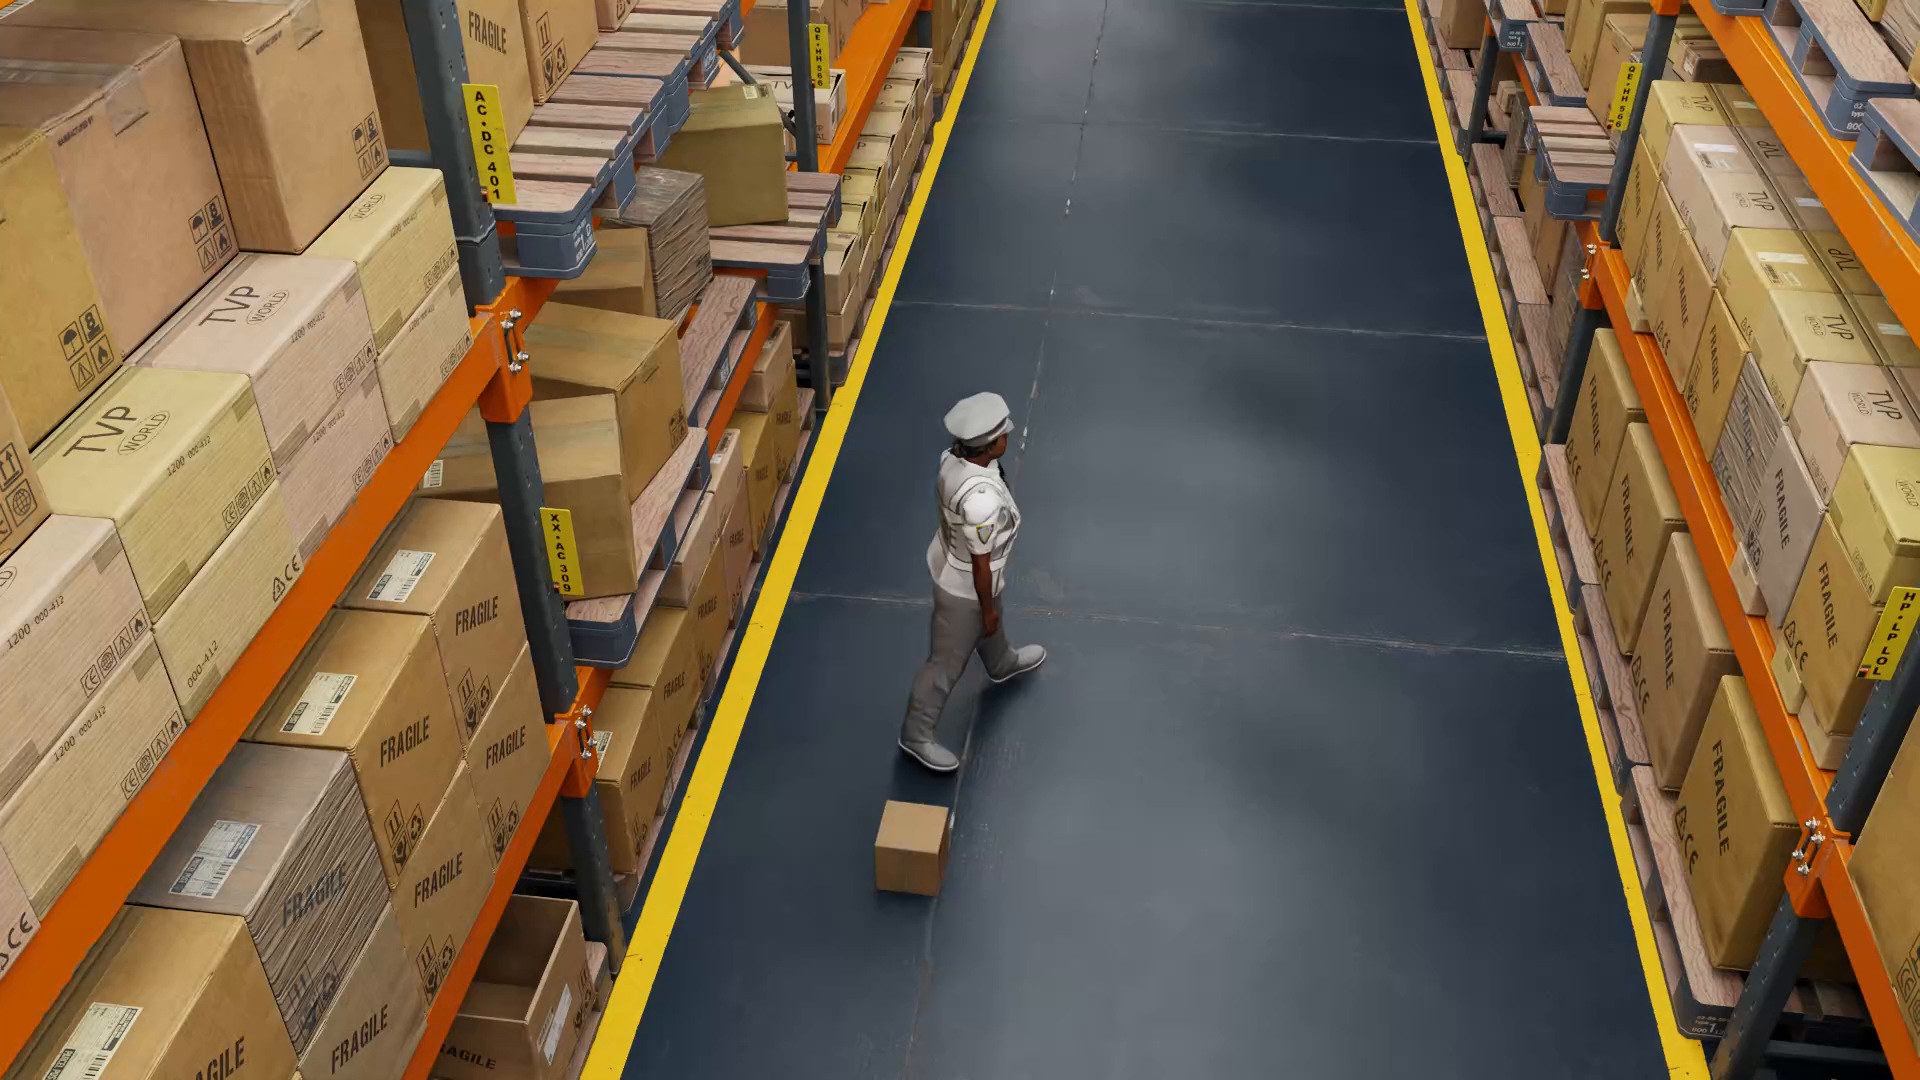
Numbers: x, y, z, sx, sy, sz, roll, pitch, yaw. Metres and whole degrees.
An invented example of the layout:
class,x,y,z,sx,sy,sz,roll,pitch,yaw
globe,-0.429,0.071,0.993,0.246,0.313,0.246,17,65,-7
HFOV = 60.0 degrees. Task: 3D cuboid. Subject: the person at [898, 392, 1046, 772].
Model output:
class,x,y,z,sx,sy,sz,roll,pitch,yaw
person,0.075,0.113,6.848,0.746,1.659,0.662,-6,37,-8
